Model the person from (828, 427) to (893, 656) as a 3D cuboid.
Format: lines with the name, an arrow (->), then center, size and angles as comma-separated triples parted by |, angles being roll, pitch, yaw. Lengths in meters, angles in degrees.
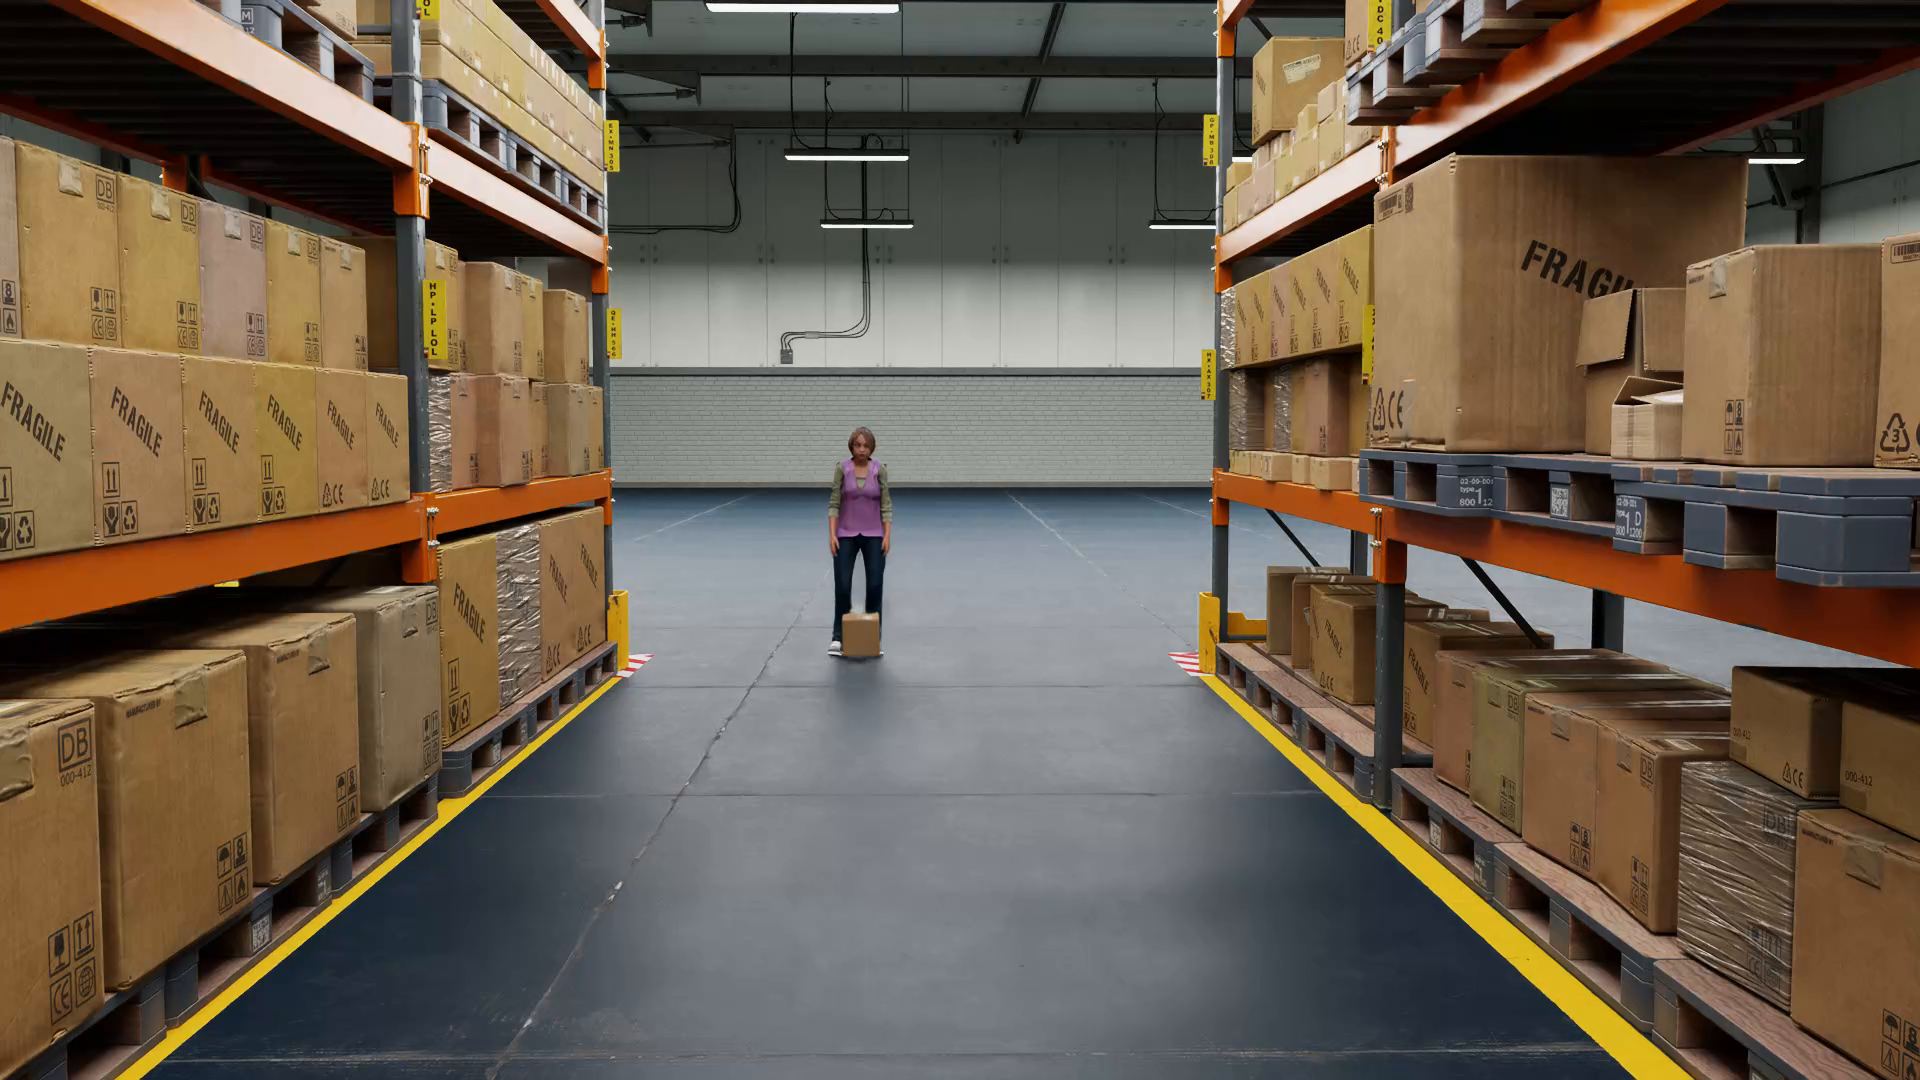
person -> -0.698, 0.006, 11.632 | 0.459, 1.594, 0.343 | 0, 4, -3
